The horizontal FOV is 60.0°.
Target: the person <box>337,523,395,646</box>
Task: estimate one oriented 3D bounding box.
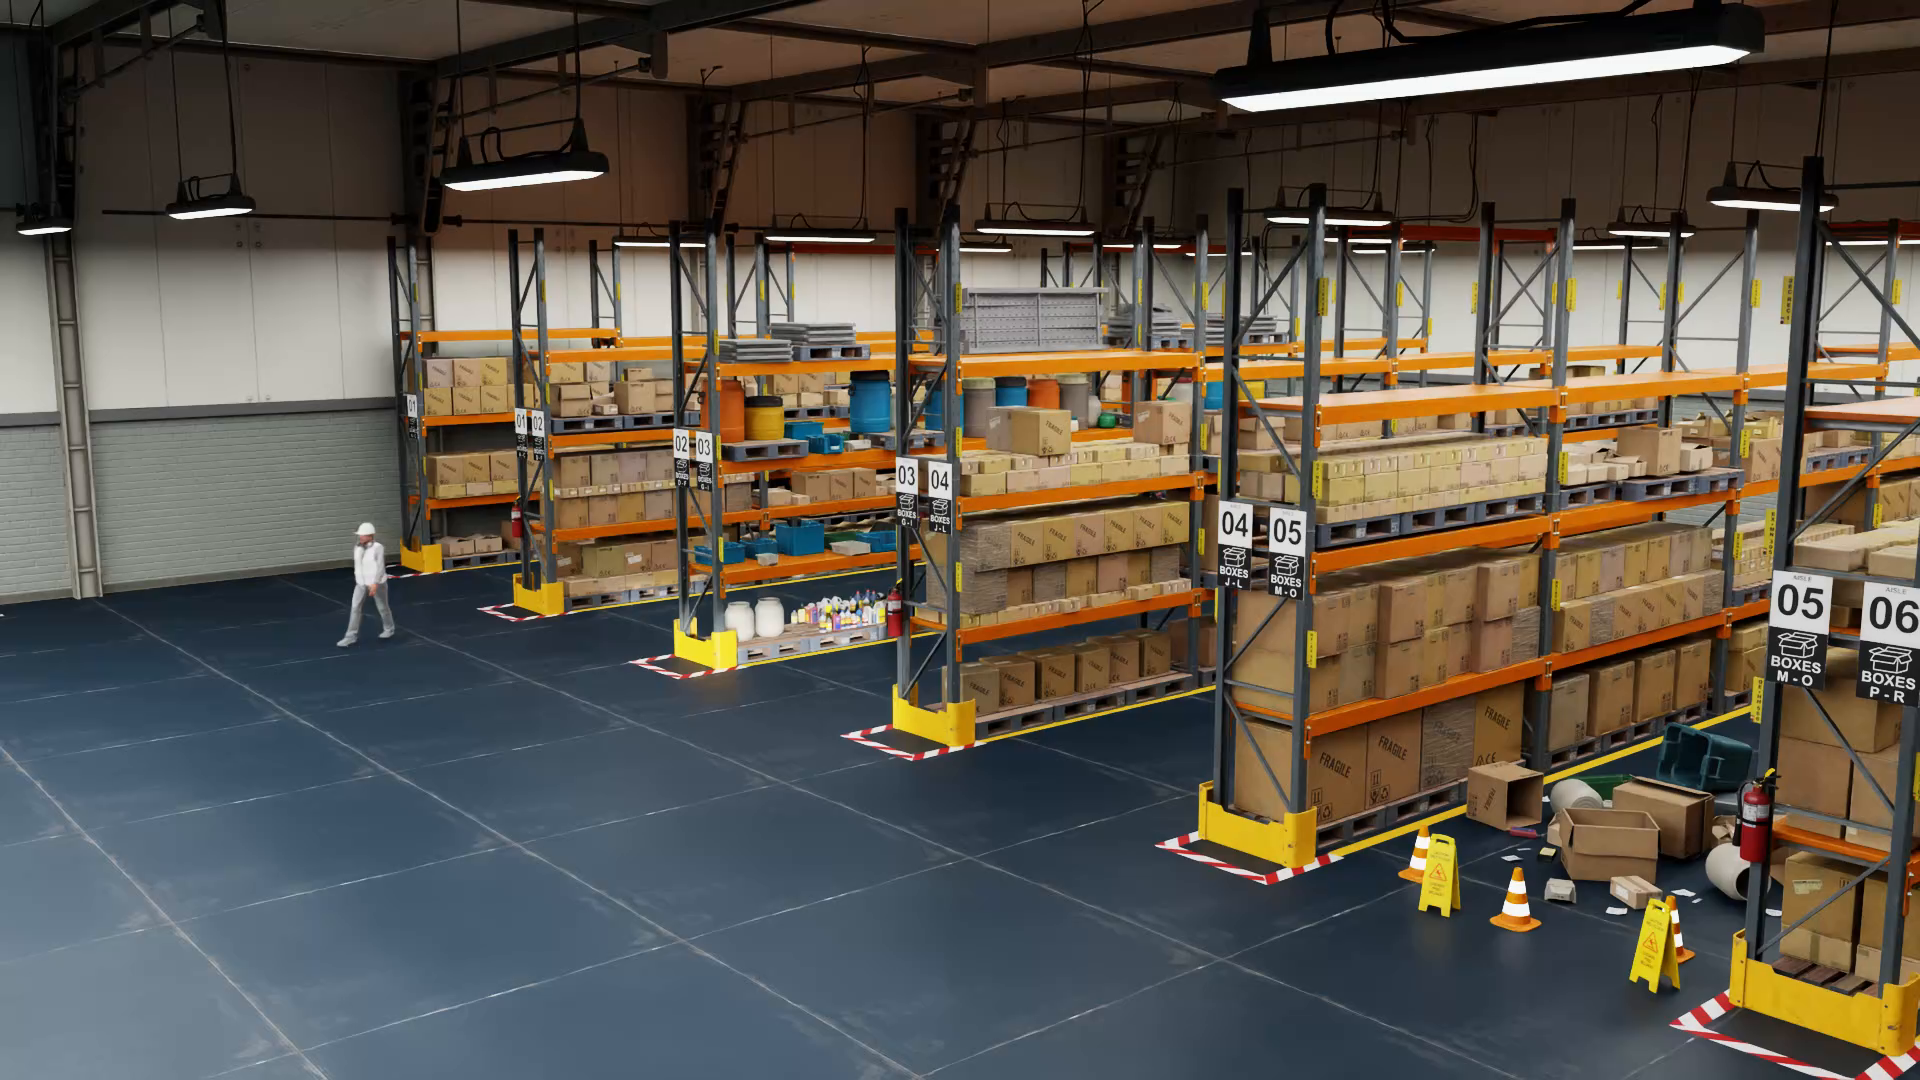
[{"bbox_3d":[-8.538,0.611,23.975,0.563,1.724,0.942,2,9,12],"label":"person"}]
